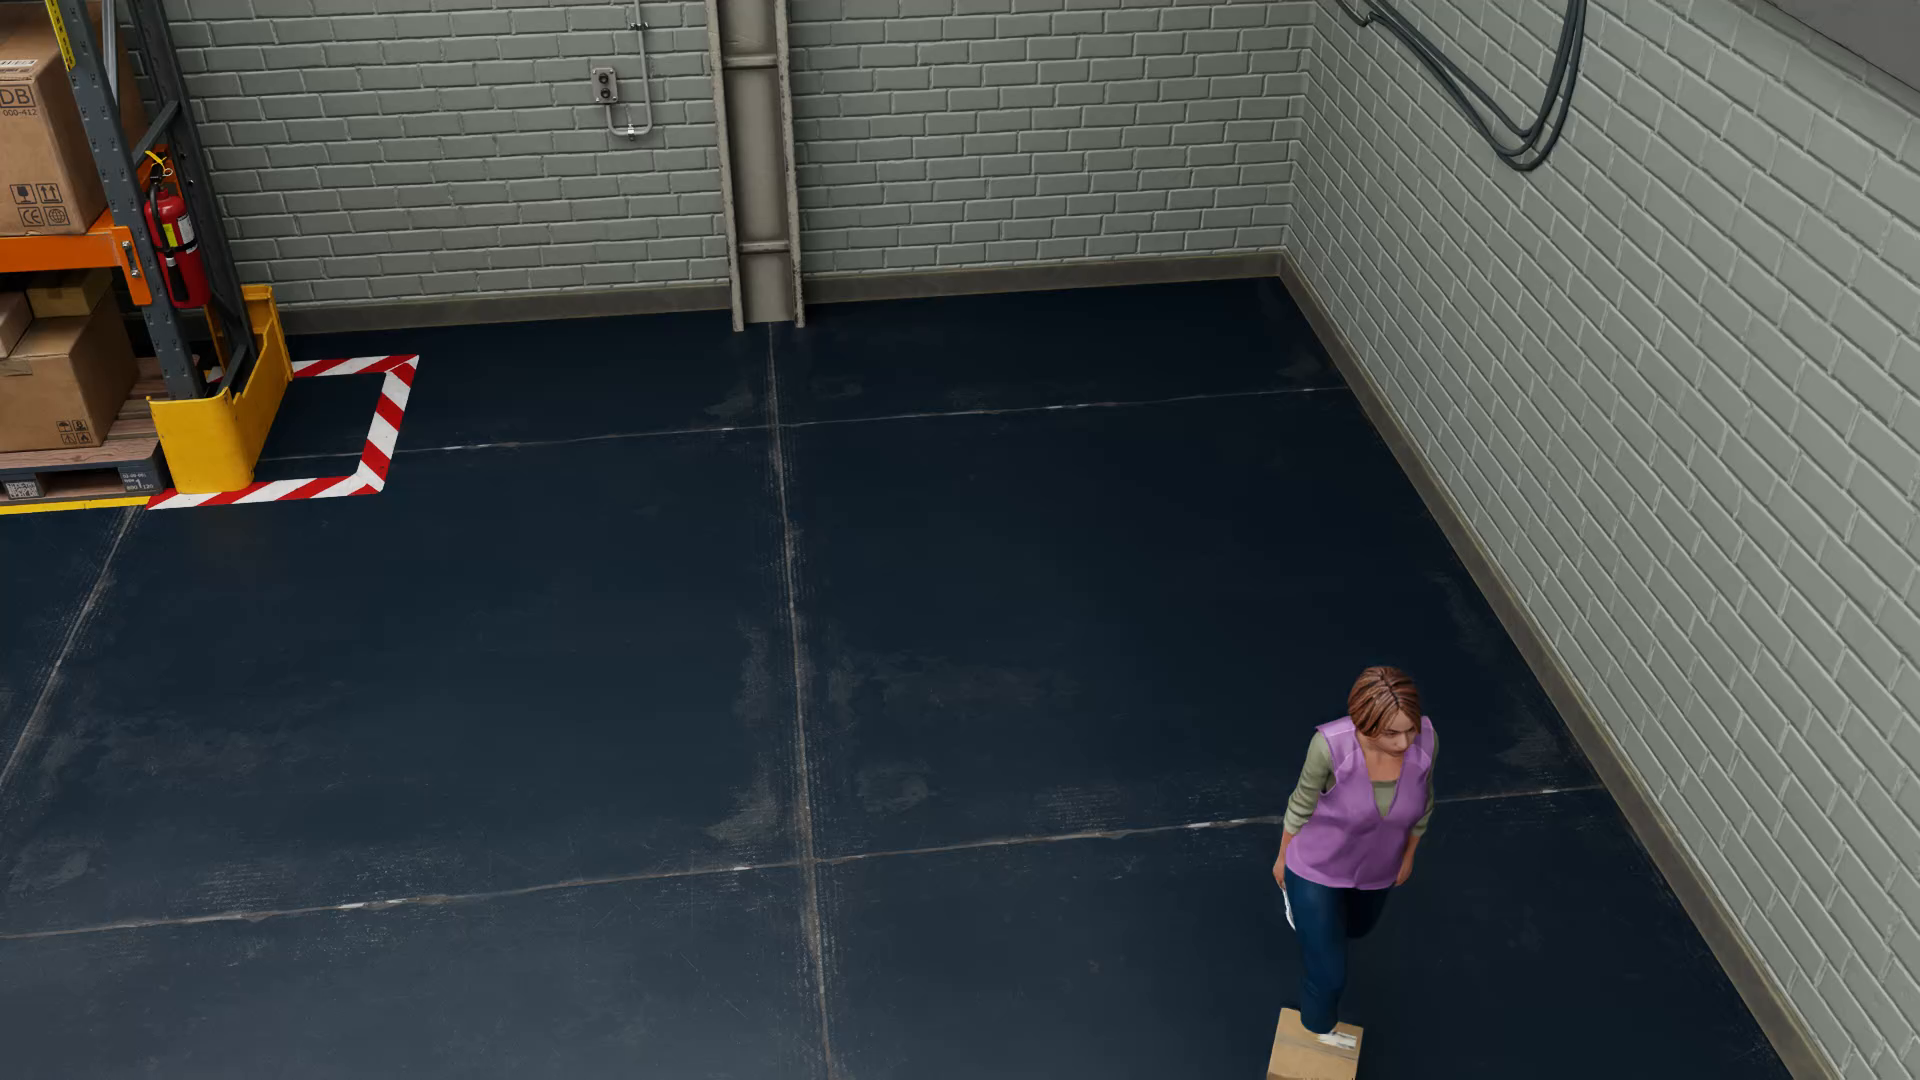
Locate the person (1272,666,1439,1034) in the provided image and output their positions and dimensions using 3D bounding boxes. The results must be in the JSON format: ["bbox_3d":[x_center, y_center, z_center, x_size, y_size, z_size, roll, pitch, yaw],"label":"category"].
[{"bbox_3d":[1.128,0.881,4.909,0.423,1.542,0.872,-6,36,-9],"label":"person"}]
